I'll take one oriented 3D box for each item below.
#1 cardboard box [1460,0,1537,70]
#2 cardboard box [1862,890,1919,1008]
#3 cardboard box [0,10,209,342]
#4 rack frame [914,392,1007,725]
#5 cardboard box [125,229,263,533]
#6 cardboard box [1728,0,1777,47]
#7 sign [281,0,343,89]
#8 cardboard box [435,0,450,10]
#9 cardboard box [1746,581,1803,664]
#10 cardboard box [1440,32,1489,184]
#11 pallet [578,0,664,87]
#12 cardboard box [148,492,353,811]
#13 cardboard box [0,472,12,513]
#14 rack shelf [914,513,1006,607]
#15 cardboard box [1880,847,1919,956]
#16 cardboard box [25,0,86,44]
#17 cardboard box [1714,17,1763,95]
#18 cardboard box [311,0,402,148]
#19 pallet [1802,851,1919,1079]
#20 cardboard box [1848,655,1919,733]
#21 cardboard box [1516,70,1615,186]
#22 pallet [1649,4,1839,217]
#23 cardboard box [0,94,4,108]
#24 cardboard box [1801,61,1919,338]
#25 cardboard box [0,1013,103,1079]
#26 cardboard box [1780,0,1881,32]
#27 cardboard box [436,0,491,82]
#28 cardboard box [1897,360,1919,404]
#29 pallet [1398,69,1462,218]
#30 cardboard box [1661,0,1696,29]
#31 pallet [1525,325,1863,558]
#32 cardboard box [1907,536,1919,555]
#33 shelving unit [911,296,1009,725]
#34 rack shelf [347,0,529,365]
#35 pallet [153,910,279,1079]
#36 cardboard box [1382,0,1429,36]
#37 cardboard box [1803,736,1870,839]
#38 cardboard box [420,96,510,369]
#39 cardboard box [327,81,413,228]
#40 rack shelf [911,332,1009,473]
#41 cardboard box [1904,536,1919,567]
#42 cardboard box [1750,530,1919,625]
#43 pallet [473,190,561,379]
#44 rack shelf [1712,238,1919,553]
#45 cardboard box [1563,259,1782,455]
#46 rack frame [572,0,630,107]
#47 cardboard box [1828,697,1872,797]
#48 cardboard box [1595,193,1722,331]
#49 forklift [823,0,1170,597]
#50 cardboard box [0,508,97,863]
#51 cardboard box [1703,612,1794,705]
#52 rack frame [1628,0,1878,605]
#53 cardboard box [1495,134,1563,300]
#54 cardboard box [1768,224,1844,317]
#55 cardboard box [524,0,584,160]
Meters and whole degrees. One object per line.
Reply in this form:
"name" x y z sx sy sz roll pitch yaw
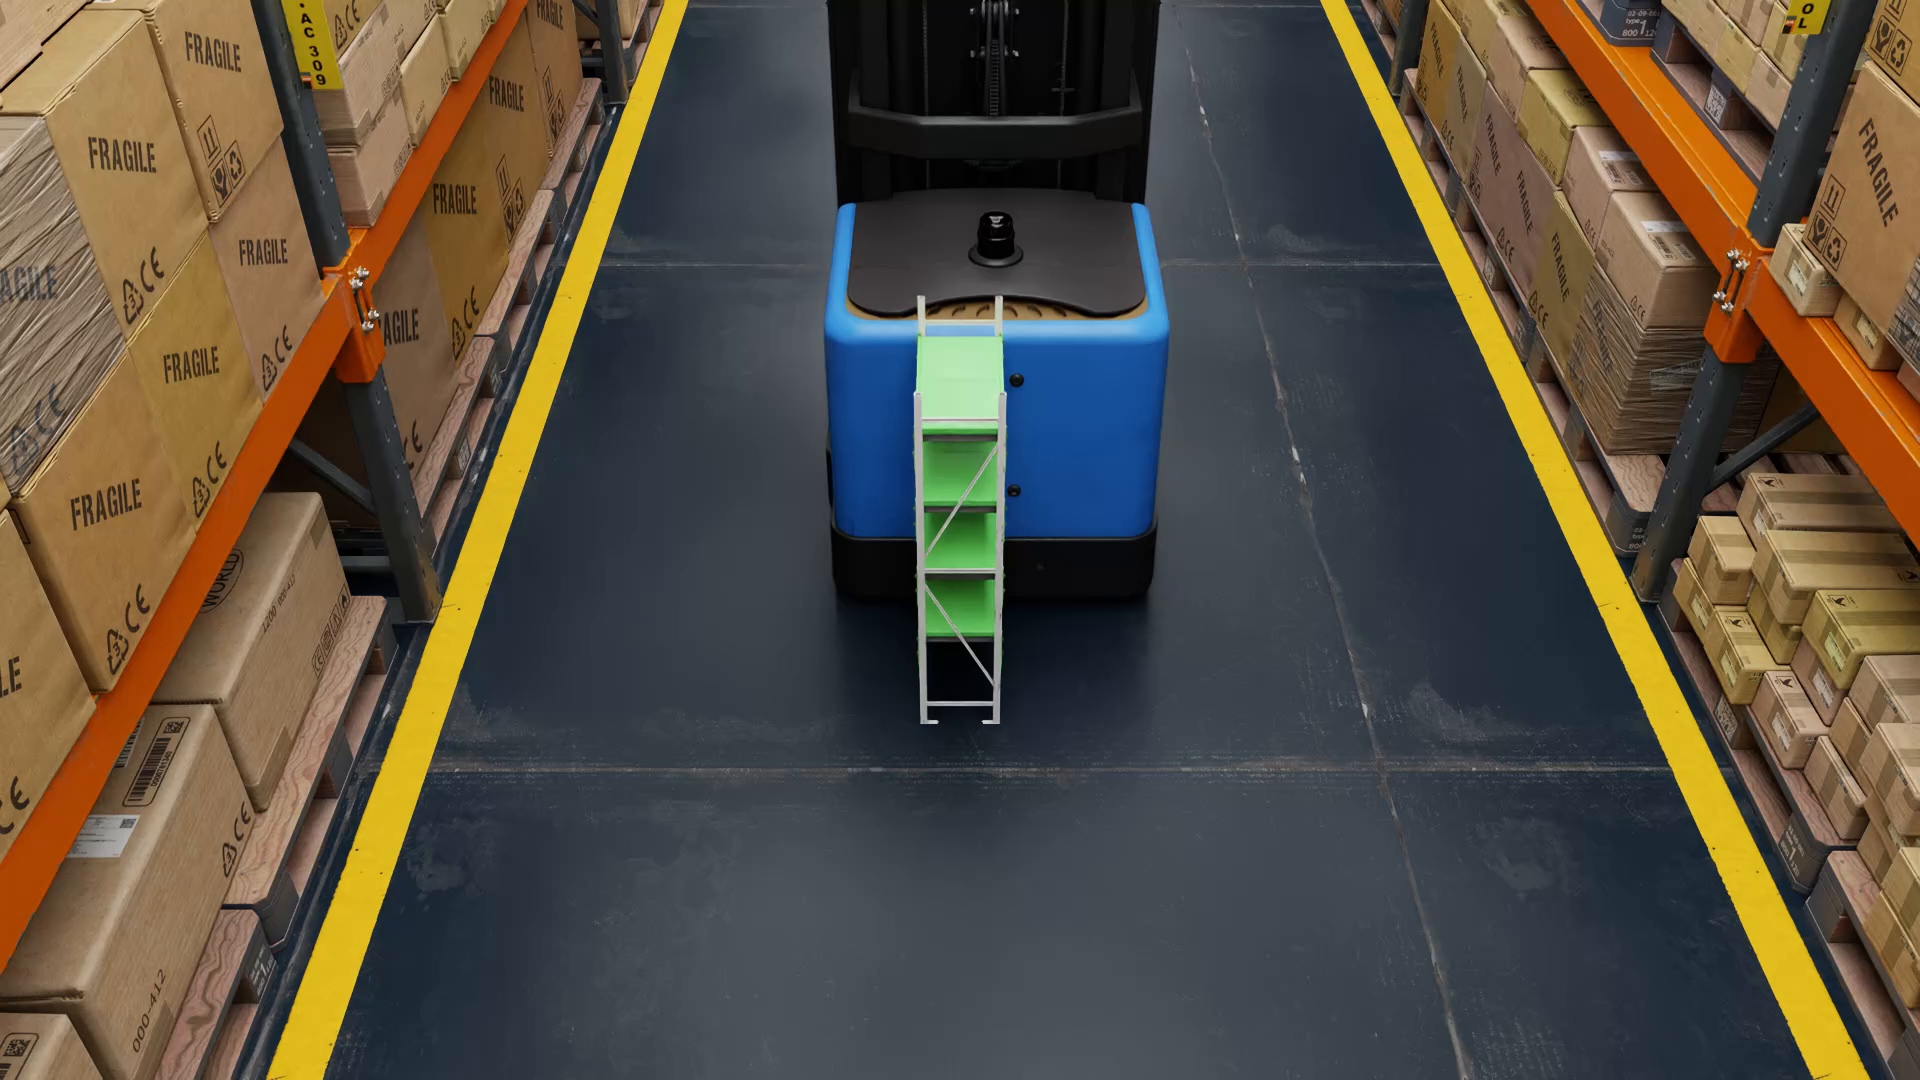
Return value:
"cardboard box" 2.497 -2.230 7.197 0.500 0.250 0.500 0 39 -1
"cardboard box" 2.464 0.992 4.057 0.380 0.149 0.250 -1 39 -1
"cardboard box" -1.938 -0.746 3.403 0.500 0.500 0.500 -1 39 -1
"rack frame" 0.000 0.089 4.679 0.240 1.200 0.015 0 39 0
"cardboard box" -1.945 -0.356 3.716 0.500 0.500 0.500 -1 39 -1
"cardboard box" 2.543 -1.591 4.964 0.380 0.149 0.250 0 39 0
"sign" -1.652 -1.299 4.217 0.100 0.325 0.005 0 39 0
"cardboard box" -1.929 -1.982 5.545 0.500 0.250 0.500 0 39 1
"cardboard box" 2.513 0.222 4.780 0.380 0.149 0.250 0 39 0
"cardboard box" 2.488 -1.929 7.421 0.500 0.500 0.500 0 39 0
"pallet" -2.211 -2.831 9.114 1.003 0.211 1.213 0 39 0
"cardboard box" -2.314 0.300 4.690 0.875 0.438 0.875 -1 39 -1
"cardboard box" -1.936 -0.114 2.614 0.500 0.500 0.500 0 39 0
"rack shelf" 0.000 -0.014 4.910 0.258 0.148 0.480 0 39 0
"cardboard box" 2.460 0.873 3.968 0.380 0.149 0.250 0 39 0
"cardboard box" -2.007 -1.098 3.323 0.380 0.149 0.250 0 39 0
"cardboard box" 2.543 -1.472 5.054 0.380 0.149 0.250 0 39 0
"cardboard box" -1.926 -1.341 4.745 0.500 0.250 0.500 -1 39 -1
"pallet" 2.783 1.277 3.987 1.003 0.211 1.213 0 39 0
"cardboard box" 2.549 0.430 4.283 0.380 0.149 0.250 -1 39 -1
"cardboard box" 2.487 -1.594 6.404 0.500 0.250 0.500 -2 39 -2
"pallet" 2.887 -1.399 5.250 1.003 0.211 1.213 0 39 0
"cardboard box" -1.952 -0.783 2.930 0.380 0.149 0.250 0 39 0
"cardboard box" 2.491 -0.841 4.083 0.500 0.500 0.500 -1 39 -1
"cardboard box" -2.313 1.423 3.288 0.875 0.438 0.875 1 39 1
"cardboard box" 2.547 -1.545 4.668 0.380 0.149 0.250 2 39 2
"cardboard box" -1.931 -1.790 5.705 0.500 0.250 0.500 0 39 0
"cardboard box" 2.543 -0.392 4.041 0.380 0.149 0.250 -2 39 -2
"pallet" 2.737 -1.920 7.977 1.003 0.211 1.213 0 39 0
"cardboard box" 2.545 -1.785 5.444 0.380 0.149 0.250 -2 39 -2
"pallet" 2.740 -0.394 6.073 1.003 0.211 1.213 0 39 0
"cardboard box" 3.003 -0.057 4.891 0.380 0.149 0.250 1 39 1
"shelving unit" 0.000 -0.064 4.870 0.258 1.200 0.503 0 39 0
"rack shelf" -2.210 -1.899 6.296 1.077 0.370 4.000 0 39 0
"pallet" -2.281 1.400 3.835 1.003 0.211 1.213 0 39 0
"cardboard box" 2.827 -3.164 8.763 1.050 0.750 0.750 -1 39 -1
"cardboard box" 2.524 0.661 4.470 0.380 0.149 0.250 -1 39 -1
"cardboard box" -2.297 -1.216 6.232 0.875 0.875 0.875 1 39 1
"cardboard box" -1.944 -1.146 4.901 0.500 0.250 0.500 -1 39 -1
"rack shelf" 0.000 -0.388 4.610 0.258 0.148 0.480 0 39 0
"cardboard box" 3.061 0.034 5.015 0.380 0.149 0.250 1 39 1
"cardboard box" 2.477 0.109 4.684 0.380 0.149 0.250 2 39 2
"pallet" -2.288 -1.088 6.939 1.003 0.211 1.213 0 39 0
"rack shelf" 2.745 0.536 3.258 1.077 0.370 4.000 0 39 0
"cardboard box" 2.490 -0.647 5.821 0.500 0.500 0.500 -1 39 -1
"rack frame" -2.212 -3.430 7.632 1.000 3.000 0.127 0 39 0
"cardboard box" 2.547 0.543 4.380 0.380 0.149 0.250 -2 39 -2
"cardboard box" 2.489 -0.942 5.591 0.500 0.250 0.500 -1 39 -1
"forklift" 0.109 -1.848 5.713 1.130 2.935 3.031 0 39 0
"cardboard box" -1.945 0.285 2.915 0.500 0.500 0.500 1 39 1
"cardboard box" 2.422 0.347 4.862 0.380 0.149 0.250 1 39 1
"rack frame" 2.742 -0.996 4.594 1.000 3.000 0.127 0 39 0
"cardboard box" 2.493 -1.288 6.622 0.500 0.500 0.500 -1 39 -1
"cardboard box" 2.416 -0.720 4.451 0.380 0.149 0.250 1 39 2
"cardboard box" -2.294 -2.333 7.626 0.875 0.875 0.875 0 39 0
